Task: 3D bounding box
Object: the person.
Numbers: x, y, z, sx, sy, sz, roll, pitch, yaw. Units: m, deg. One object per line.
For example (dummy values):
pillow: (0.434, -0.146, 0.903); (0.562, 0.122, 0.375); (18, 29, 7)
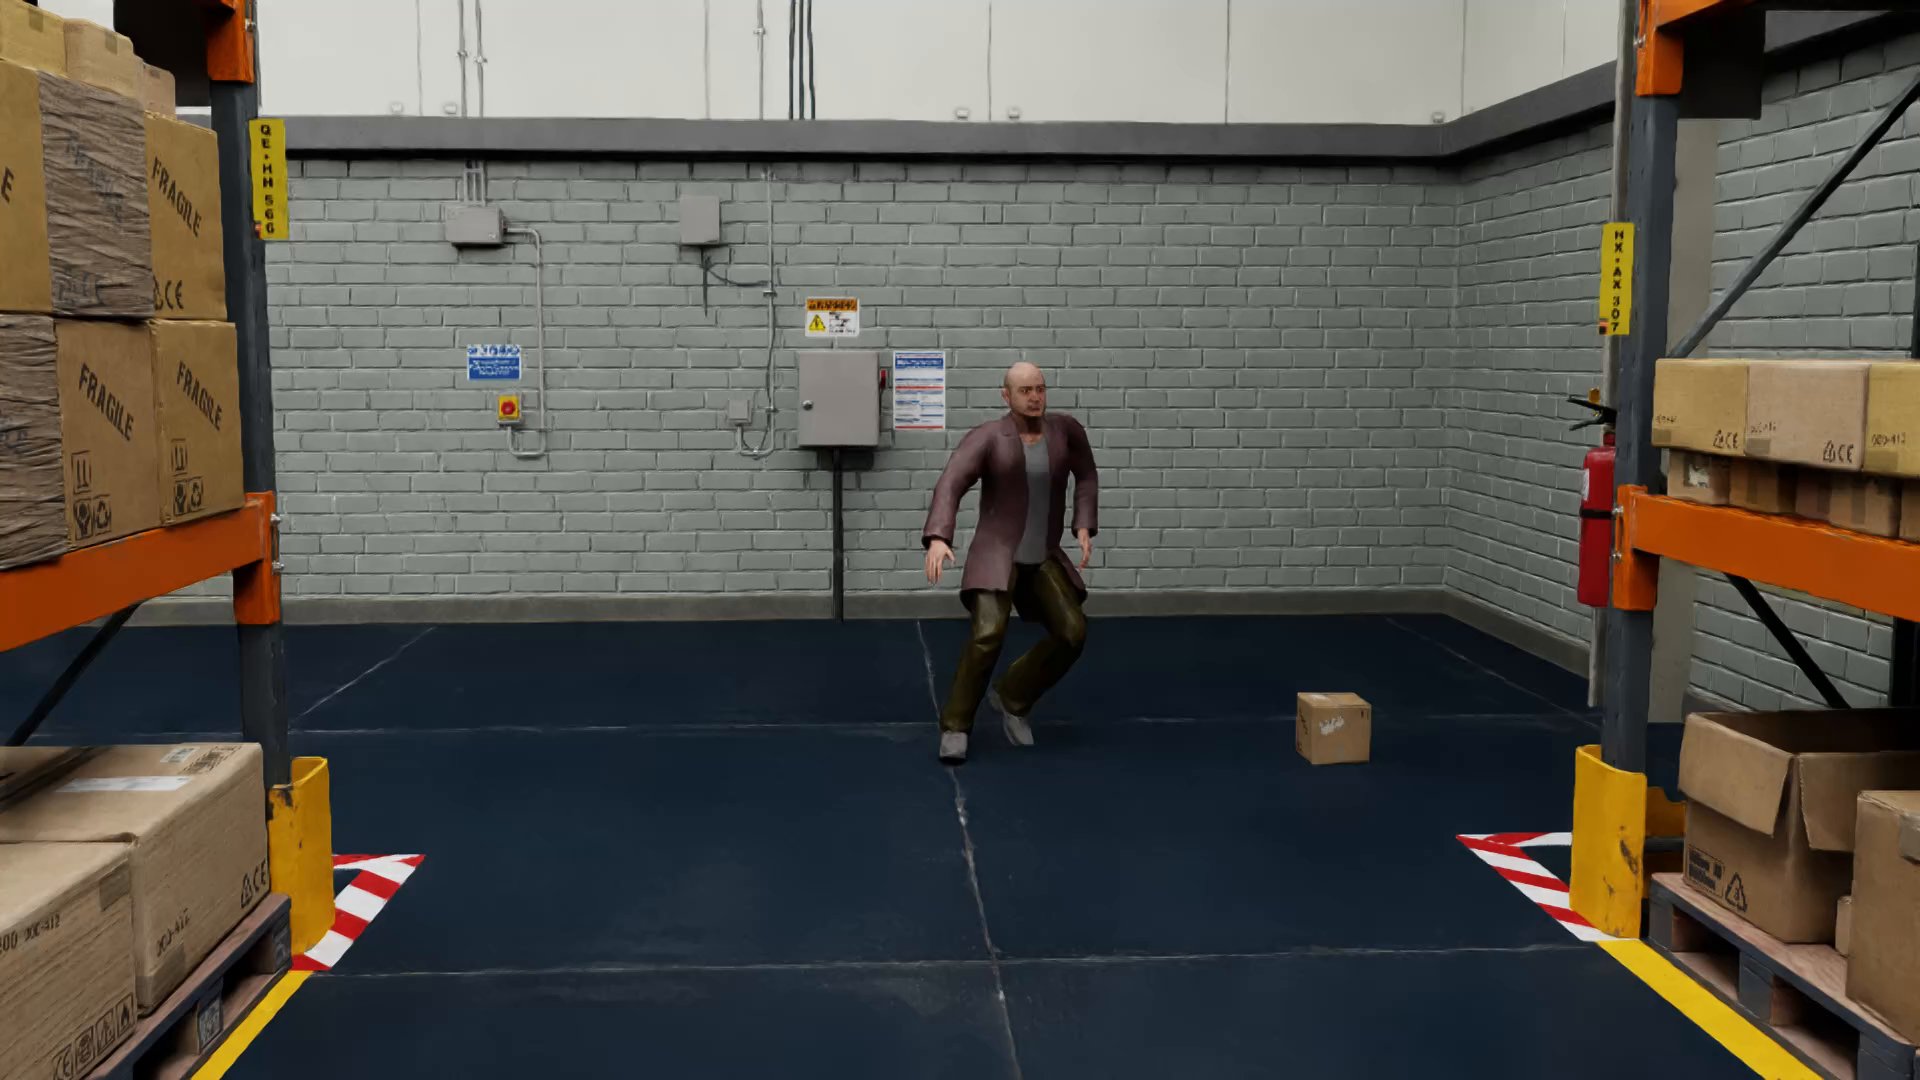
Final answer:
person: (0.213, 0.081, 7.190); (0.965, 1.693, 0.494); (-4, 8, -28)
